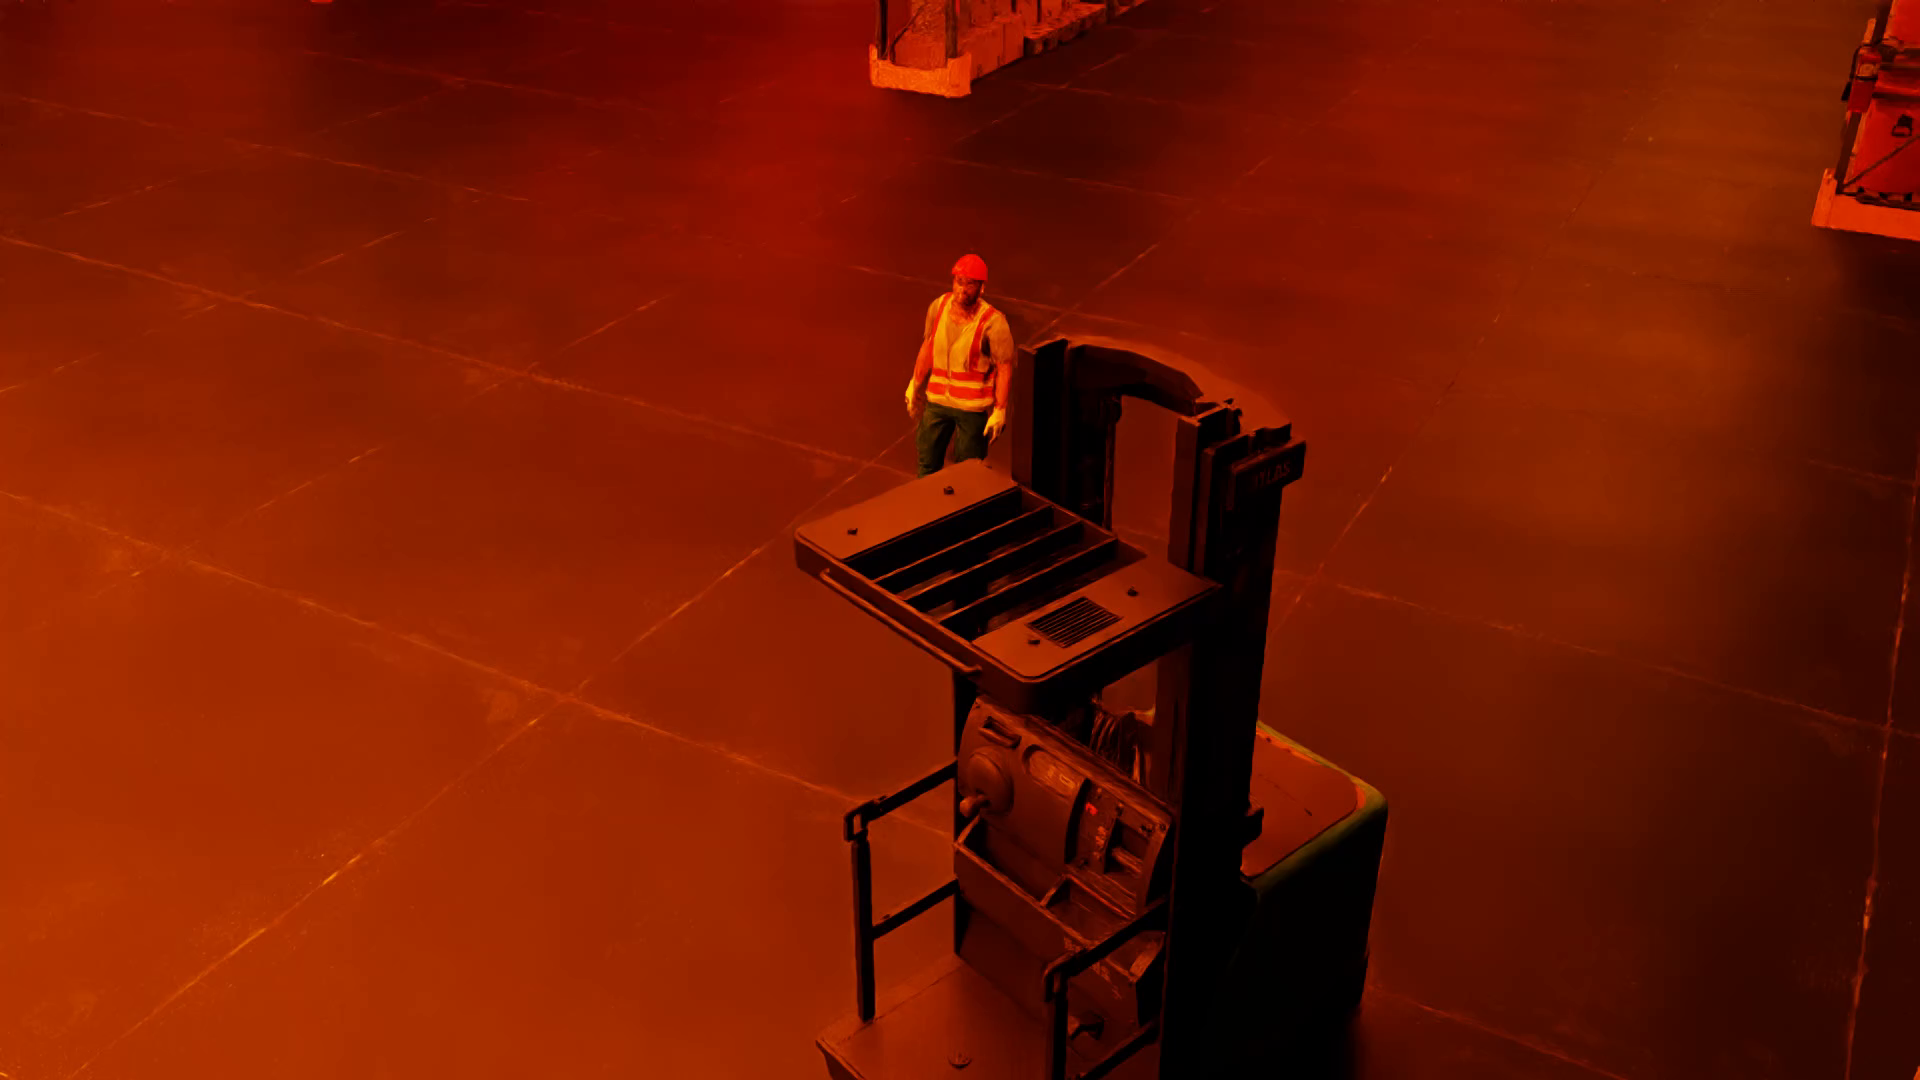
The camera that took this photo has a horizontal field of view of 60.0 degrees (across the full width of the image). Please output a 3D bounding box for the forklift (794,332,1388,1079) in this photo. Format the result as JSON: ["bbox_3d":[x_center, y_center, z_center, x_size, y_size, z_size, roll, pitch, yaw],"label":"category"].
[{"bbox_3d":[0.176,0.917,5.482,3.031,2.935,1.130,-24,37,-35],"label":"forklift"}]

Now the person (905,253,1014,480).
[{"bbox_3d":[-0.049,-0.748,9.496,0.637,1.787,0.563,15,33,25],"label":"person"}]
